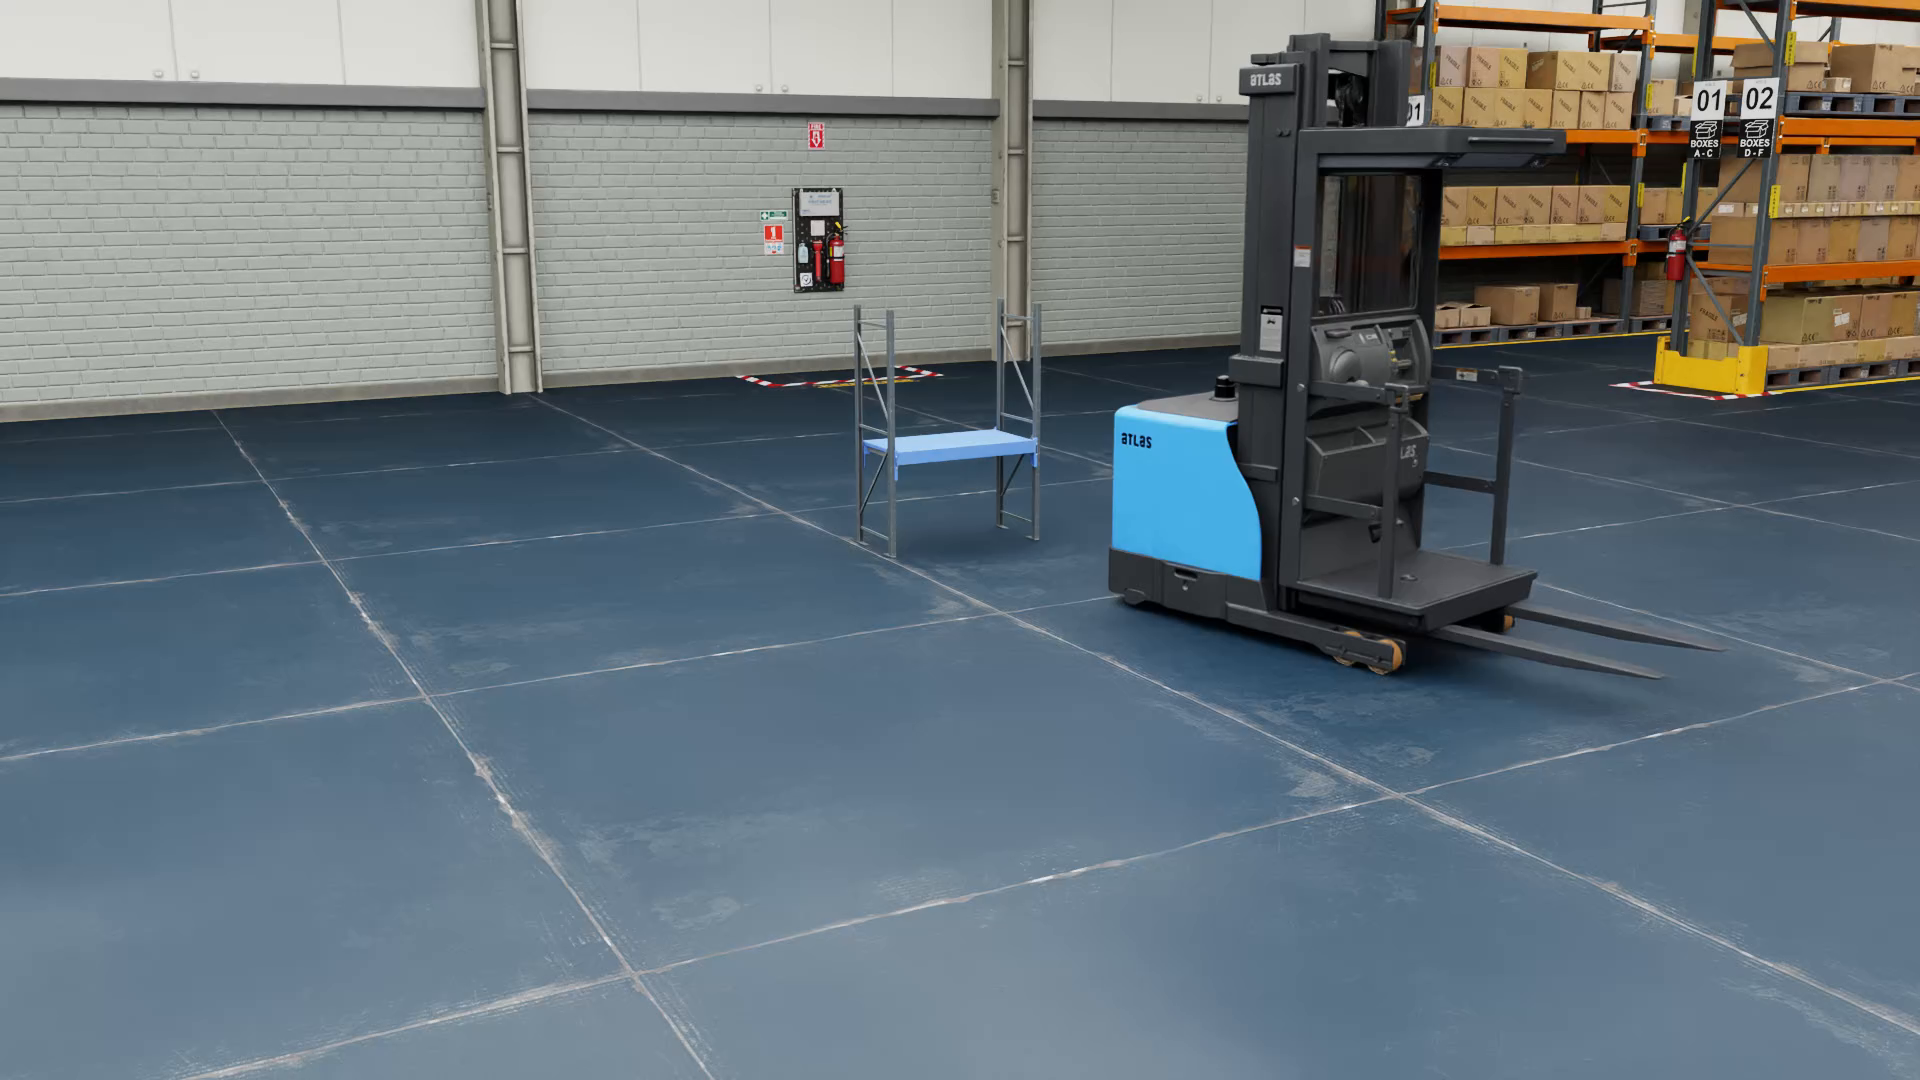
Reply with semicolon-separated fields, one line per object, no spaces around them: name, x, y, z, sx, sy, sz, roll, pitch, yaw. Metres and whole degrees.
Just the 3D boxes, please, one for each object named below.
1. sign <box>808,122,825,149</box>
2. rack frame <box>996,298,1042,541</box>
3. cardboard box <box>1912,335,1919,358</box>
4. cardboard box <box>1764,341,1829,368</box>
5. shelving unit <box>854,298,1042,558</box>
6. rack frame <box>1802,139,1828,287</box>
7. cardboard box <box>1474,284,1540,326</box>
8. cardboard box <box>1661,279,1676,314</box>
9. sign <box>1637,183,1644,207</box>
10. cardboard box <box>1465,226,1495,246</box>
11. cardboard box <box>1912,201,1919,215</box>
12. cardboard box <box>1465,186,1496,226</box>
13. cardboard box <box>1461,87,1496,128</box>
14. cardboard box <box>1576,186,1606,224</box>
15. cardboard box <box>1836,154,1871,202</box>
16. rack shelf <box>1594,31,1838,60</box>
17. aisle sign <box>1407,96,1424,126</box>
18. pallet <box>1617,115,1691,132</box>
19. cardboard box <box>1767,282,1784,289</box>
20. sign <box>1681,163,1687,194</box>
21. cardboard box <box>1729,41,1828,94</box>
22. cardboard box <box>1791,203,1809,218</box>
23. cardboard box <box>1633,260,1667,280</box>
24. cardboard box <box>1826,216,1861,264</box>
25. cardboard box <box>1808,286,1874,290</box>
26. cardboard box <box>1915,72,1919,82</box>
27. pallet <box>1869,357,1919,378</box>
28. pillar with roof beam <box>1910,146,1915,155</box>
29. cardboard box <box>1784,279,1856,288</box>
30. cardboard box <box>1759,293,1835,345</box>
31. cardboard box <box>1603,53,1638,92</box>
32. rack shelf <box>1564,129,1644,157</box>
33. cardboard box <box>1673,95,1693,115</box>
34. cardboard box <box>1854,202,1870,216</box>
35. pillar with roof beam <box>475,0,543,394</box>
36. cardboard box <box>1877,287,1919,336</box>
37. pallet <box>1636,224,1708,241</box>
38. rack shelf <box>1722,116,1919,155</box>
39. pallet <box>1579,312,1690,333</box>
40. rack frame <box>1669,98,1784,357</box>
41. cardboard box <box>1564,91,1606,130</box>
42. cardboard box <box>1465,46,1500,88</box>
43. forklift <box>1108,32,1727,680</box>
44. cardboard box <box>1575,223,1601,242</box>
sign;-1.623;-4.565;18.781;0.199;0.298;0.001;-7;14;-28
rack frame;0.371;-0.776;10.642;0.032;1.500;0.500;-7;14;-28
cardboard box;10.827;-2.247;19.069;0.500;0.250;0.500;-7;14;-28
cardboard box;9.076;-2.035;18.126;0.500;0.250;0.500;-7;14;-28
shelving unit;-0.075;-0.723;10.405;1.048;1.500;0.538;-7;14;-28
rack frame;12.707;-4.901;25.553;0.127;3.000;1.000;-7;14;-28
cardboard box;7.504;-3.237;22.852;0.500;0.500;0.700;-8;15;-31
cardboard box;10.264;-3.620;24.552;0.500;0.500;0.700;-7;15;-29
sign;9.463;-4.798;23.127;0.005;0.325;0.100;-7;14;-28
cardboard box;6.715;-4.043;22.038;0.500;0.250;0.500;-7;15;-30
cardboard box;10.543;-3.714;18.576;0.250;0.149;0.380;-7;14;-28
cardboard box;6.687;-4.404;21.933;0.500;0.500;0.500;-7;14;-28
cardboard box;6.587;-5.618;21.633;0.500;0.500;0.500;-6;14;-24
cardboard box;8.494;-4.619;22.891;0.500;0.500;0.500;-7;14;-28
cardboard box;9.425;-3.948;18.138;0.500;0.500;0.700;-7;14;-28
rack shelf;10.952;-7.071;24.082;4.000;0.370;1.077;-7;14;-28
aisle sign;5.766;-5.262;21.237;0.004;0.787;0.394;-7;14;-28
pallet;9.789;-5.896;23.572;1.003;0.211;1.213;-7;14;-28
cardboard box;12.100;-3.810;25.398;0.500;0.500;0.700;-7;14;-27
sign;7.814;-3.891;17.891;0.005;0.325;0.100;-7;14;-28
cardboard box;8.568;-4.951;17.436;0.637;0.503;0.797;-6;14;-24
cardboard box;8.740;-3.498;17.615;0.250;0.149;0.380;-7;15;-29
cardboard box;10.219;-3.968;24.394;0.500;0.250;0.500;-7;15;-29
cardboard box;9.375;-3.307;18.246;0.500;0.500;0.700;-7;14;-27
cardboard box;10.138;-2.661;19.200;0.500;0.500;0.500;-7;14;-28
cardboard box;10.531;-5.160;18.800;0.500;0.311;0.500;-8;15;-31
pallet;10.855;-2.090;19.413;1.213;0.211;1.003;-7;14;-28
pillar with roof beam;18.481;-7.659;24.145;0.400;9.000;9.100;-7;14;-28
cardboard box;13.415;-4.109;25.974;0.750;0.750;0.750;-7;14;-29
cardboard box;9.077;-2.400;18.042;0.500;0.500;0.500;-7;14;-28
cardboard box;8.886;-6.385;22.764;0.500;0.500;0.500;-8;15;-33
rack shelf;7.441;-5.382;22.498;4.000;0.370;1.077;-7;14;-28
cardboard box;10.255;-6.211;23.792;0.500;0.311;0.500;-6;14;-26
cardboard box;9.639;-3.606;18.093;0.250;0.149;0.380;-7;14;-29
pillar with roof beam;-2.585;-5.134;12.926;0.400;9.000;9.100;-7;14;-28
cardboard box;10.826;-2.614;18.988;0.500;0.500;0.500;-7;14;-28
pallet;9.937;-4.439;23.937;1.213;0.211;1.003;-7;14;-28
rack shelf;9.817;-4.428;18.257;4.000;0.370;1.077;-7;14;-28
pallet;9.879;-3.202;24.354;1.213;0.211;1.003;-7;14;-28
rack frame;8.062;-3.105;17.573;0.127;3.000;1.000;-7;14;-28
cardboard box;8.421;-5.850;22.667;0.500;0.500;0.500;-8;15;-33
cardboard box;6.604;-6.105;21.524;0.500;0.500;0.500;-7;14;-29
forklift;2.172;-0.925;8.043;1.130;2.935;3.031;-11;17;-41
cardboard box;8.484;-4.257;22.990;0.500;0.250;0.500;-7;14;-28
